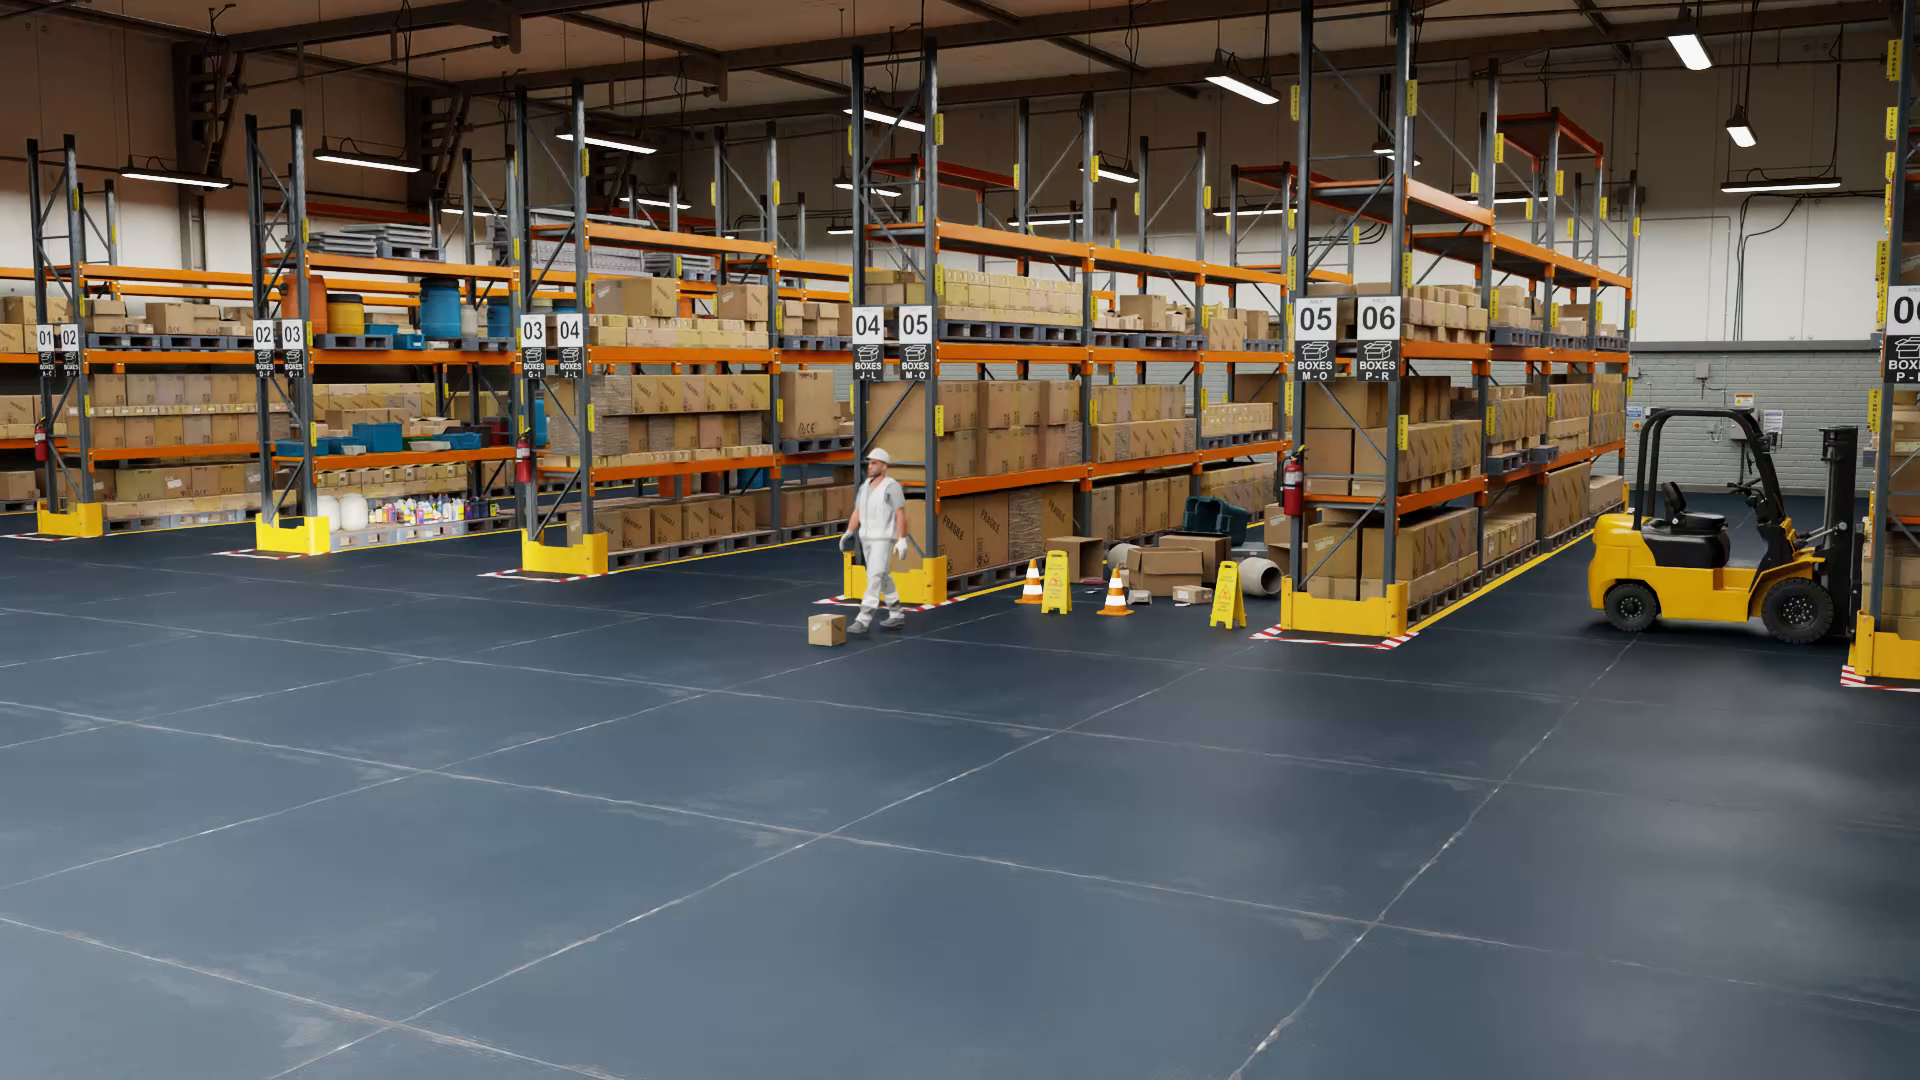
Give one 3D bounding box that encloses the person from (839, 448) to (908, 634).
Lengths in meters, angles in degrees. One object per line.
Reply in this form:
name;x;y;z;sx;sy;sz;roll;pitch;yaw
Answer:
person;-0.868;-0.001;15.856;0.944;1.738;0.568;-5;8;-43
